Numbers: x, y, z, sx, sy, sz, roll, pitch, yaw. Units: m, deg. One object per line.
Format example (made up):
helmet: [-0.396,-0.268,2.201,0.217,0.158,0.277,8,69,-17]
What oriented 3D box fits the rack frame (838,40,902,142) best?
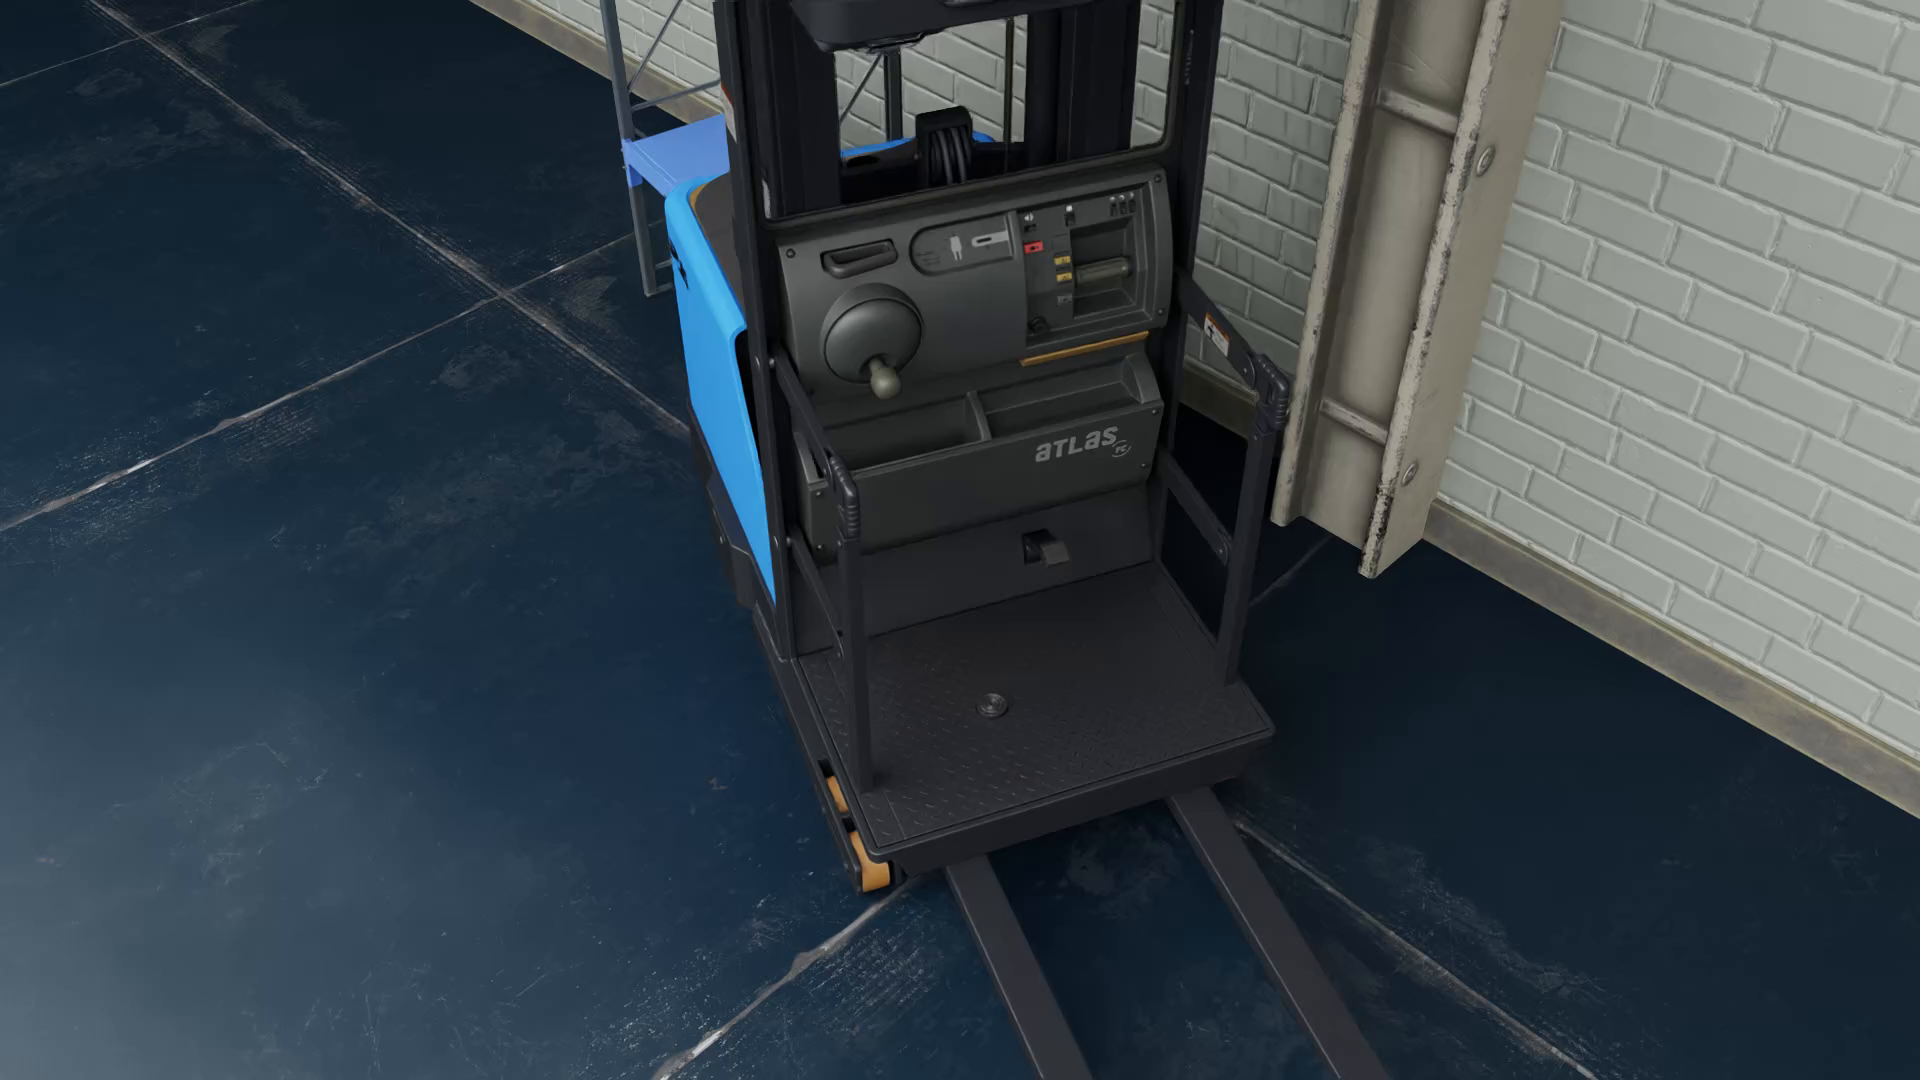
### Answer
rack frame: [-0.393,-0.999,5.226,0.500,1.500,0.032,-25,48,-25]

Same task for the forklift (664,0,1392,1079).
forklift: [0.130,-0.500,3.632,1.130,2.935,3.031,-14,45,-15]

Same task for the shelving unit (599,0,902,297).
shelving unit: [-0.683,-1.283,5.533,0.538,1.500,1.048,-25,48,-25]

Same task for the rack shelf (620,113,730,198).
rack shelf: [-0.683,-1.150,5.655,0.538,0.185,1.000,-25,48,-25]

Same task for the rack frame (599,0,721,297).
rack frame: [-0.973,-1.566,5.839,0.500,1.500,0.032,-25,48,-25]
